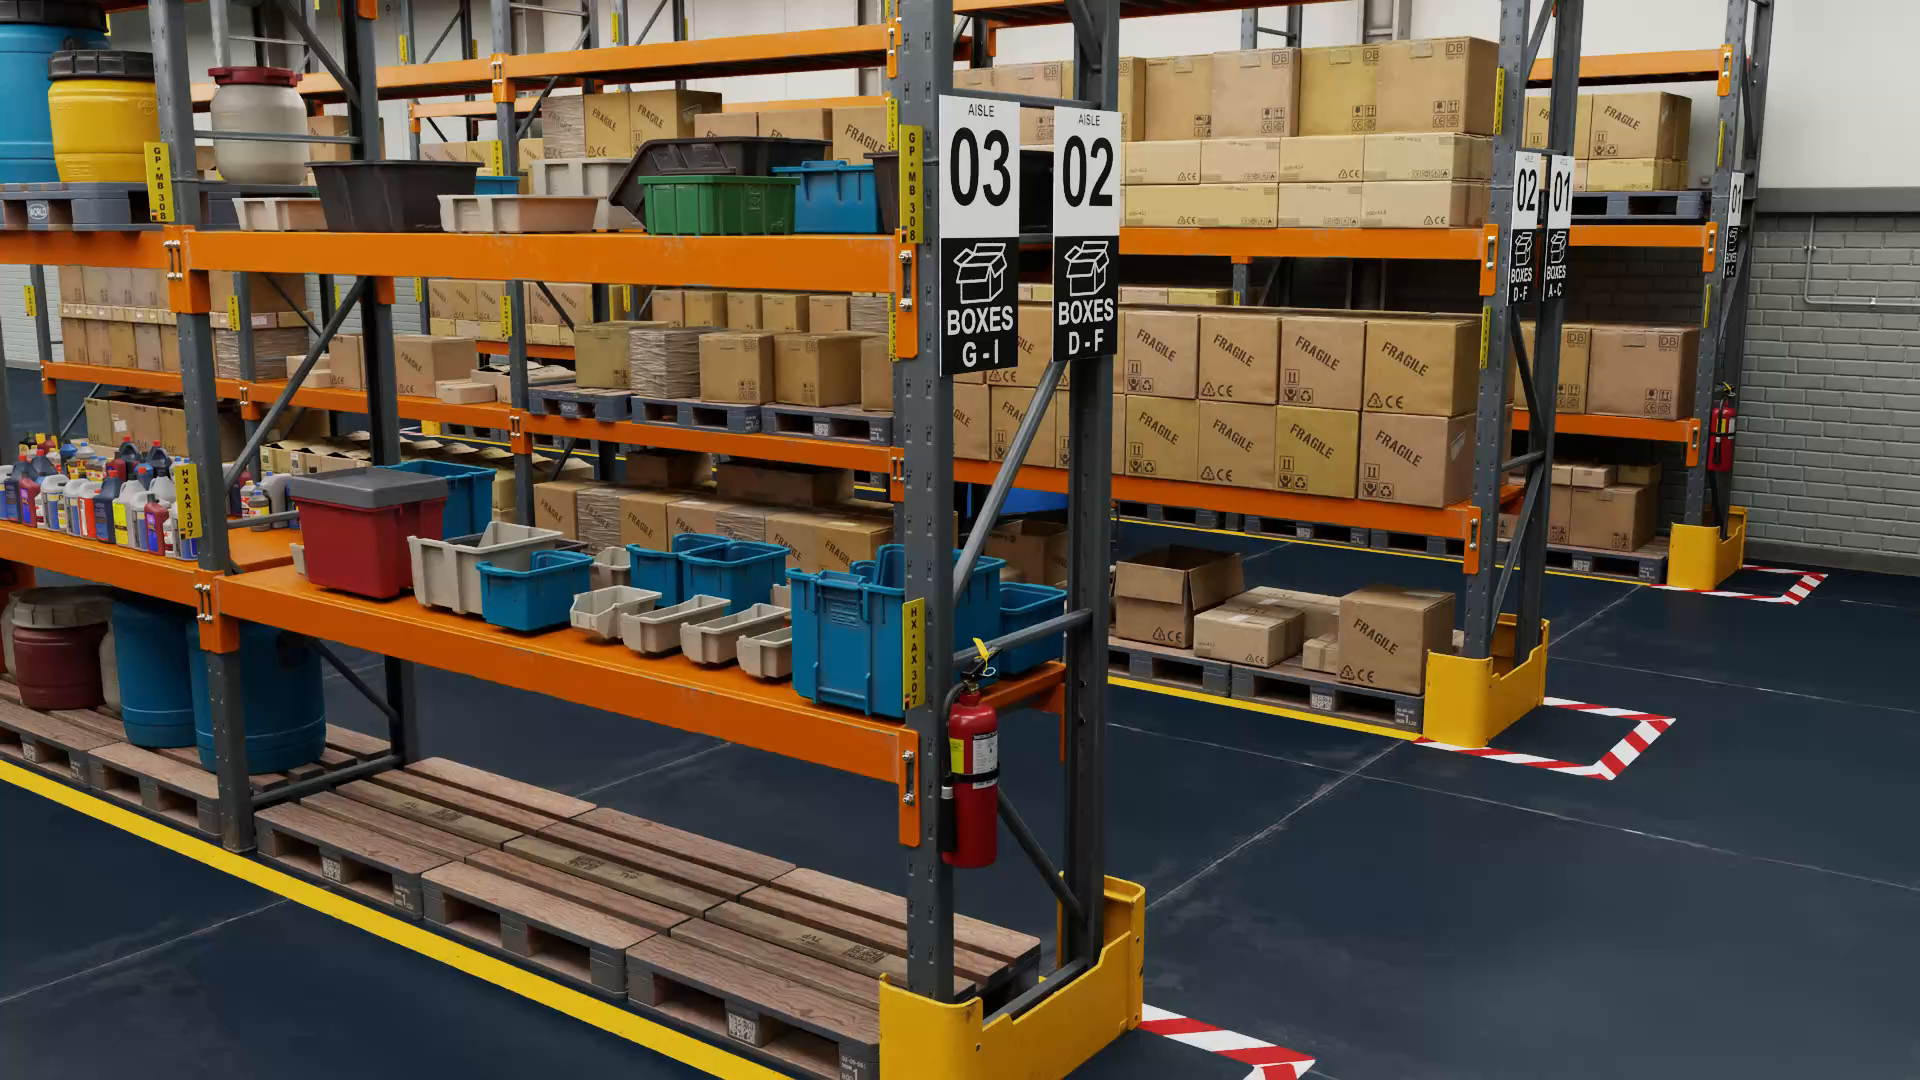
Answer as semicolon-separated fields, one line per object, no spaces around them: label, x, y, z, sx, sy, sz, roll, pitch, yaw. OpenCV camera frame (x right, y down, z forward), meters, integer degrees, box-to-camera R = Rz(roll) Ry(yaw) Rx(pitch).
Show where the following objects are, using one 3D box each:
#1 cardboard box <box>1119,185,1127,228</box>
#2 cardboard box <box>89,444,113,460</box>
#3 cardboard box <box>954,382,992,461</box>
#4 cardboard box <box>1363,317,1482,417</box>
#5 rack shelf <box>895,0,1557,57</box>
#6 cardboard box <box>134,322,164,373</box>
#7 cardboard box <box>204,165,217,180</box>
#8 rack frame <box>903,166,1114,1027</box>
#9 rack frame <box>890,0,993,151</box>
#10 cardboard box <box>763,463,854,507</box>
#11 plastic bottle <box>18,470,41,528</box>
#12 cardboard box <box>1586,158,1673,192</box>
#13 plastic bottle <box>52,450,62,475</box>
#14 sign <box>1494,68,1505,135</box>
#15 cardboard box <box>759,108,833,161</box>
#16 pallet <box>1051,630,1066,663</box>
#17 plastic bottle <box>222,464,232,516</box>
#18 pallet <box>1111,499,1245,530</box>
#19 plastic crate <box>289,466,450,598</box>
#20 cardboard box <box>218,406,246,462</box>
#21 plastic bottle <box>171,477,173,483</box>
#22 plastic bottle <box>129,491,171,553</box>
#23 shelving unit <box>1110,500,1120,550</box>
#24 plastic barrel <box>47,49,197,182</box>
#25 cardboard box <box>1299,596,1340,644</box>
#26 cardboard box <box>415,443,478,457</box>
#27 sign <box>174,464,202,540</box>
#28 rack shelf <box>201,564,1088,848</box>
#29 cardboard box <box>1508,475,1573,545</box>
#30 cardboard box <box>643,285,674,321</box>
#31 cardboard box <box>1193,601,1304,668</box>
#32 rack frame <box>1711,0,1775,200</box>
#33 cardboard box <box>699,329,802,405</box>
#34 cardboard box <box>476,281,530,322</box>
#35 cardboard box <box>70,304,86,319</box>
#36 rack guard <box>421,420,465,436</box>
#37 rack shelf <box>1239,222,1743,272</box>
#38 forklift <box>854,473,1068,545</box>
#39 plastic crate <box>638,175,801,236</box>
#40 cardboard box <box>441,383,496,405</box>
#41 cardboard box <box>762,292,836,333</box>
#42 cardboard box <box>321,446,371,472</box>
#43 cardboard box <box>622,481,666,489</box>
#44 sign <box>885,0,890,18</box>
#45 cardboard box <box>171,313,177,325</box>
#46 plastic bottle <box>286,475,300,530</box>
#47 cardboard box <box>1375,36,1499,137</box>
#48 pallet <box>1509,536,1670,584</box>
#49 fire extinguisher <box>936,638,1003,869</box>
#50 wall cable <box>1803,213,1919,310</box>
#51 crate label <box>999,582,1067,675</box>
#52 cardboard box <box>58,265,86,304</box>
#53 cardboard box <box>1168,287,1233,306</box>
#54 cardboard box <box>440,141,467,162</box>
cardboard box;0.935;-2.067;10.315;0.500;0.250;0.500;8;13;36
cardboard box;-9.080;-0.929;18.069;0.500;0.250;0.500;8;13;36
cardboard box;0.136;-0.824;11.128;0.500;0.500;0.500;8;14;37
cardboard box;2.589;-0.972;9.261;0.500;0.500;0.500;8;13;35
rack shelf;1.499;-3.240;9.986;4.000;0.370;1.077;8;13;36
cardboard box;-8.167;-2.044;17.435;0.500;0.500;0.700;8;14;37
cardboard box;-7.247;-3.635;16.784;0.500;0.311;0.500;7;13;32
rack frame;0.176;0.334;5.407;0.127;3.000;1.000;8;13;36
rack frame;-0.113;-3.819;11.079;0.127;3.000;1.000;8;13;36
cardboard box;-1.165;-0.435;12.829;0.500;0.250;0.500;8;14;36
plastic bottle;-4.767;-0.211;8.533;0.133;0.283;0.061;8;13;36
cardboard box;5.292;-2.879;13.142;0.500;0.250;0.500;8;14;37
plastic bottle;-5.347;-0.435;9.905;0.097;0.201;0.097;0;11;0
sign;2.766;-2.249;8.528;0.005;0.325;0.100;8;13;36
cardboard box;-1.028;-2.790;12.027;0.600;0.600;0.600;8;13;35
pallet;0.440;0.573;11.514;1.213;0.211;1.003;8;13;36
plastic bottle;-3.942;-0.269;8.852;0.135;0.276;0.152;8;13;36
pallet;2.149;-0.339;16.225;1.213;0.211;1.003;8;13;36
plastic crate;-2.477;-0.038;7.003;0.583;0.464;0.402;8;13;36
cardboard box;-7.461;-1.074;16.845;0.500;0.500;0.500;8;13;36
plastic bottle;-4.188;-0.238;8.884;0.097;0.201;0.097;0;11;0
plastic bottle;-3.852;-0.091;7.929;0.135;0.276;0.152;8;13;36
shelving unit;1.218;-0.542;14.672;0.258;1.200;0.503;-3;11;-13
plastic barrel;-3.904;-1.959;7.759;0.600;0.588;0.600;0;11;0
cardboard box;2.437;0.549;10.375;0.500;0.250;0.500;8;13;36
cardboard box;-4.839;-0.732;15.574;0.500;0.311;0.500;8;13;35
sign;-3.376;-0.168;7.271;0.005;0.325;0.100;8;13;36
rack shelf;-1.436;0.462;6.638;4.000;0.370;1.077;8;13;36
cardboard box;5.013;-0.281;14.063;0.500;0.500;0.700;8;13;35
cardboard box;-3.888;-2.921;20.600;0.500;0.500;0.500;8;13;34
cardboard box;1.779;0.575;10.241;0.500;0.250;0.500;8;13;36
rack frame;6.040;-4.128;12.677;0.127;3.000;1.000;8;13;36
cardboard box;-1.574;-1.318;12.578;0.500;0.500;0.700;4;12;21
cardboard box;-5.844;-3.070;21.371;0.500;0.500;0.500;7;13;34
cardboard box;-9.382;-2.484;18.002;0.250;0.149;0.380;8;13;34
rack guard;-6.795;-1.746;22.738;0.348;0.500;1.175;8;13;36
rack shelf;4.428;-2.527;14.193;4.000;0.370;1.077;8;13;36
forklift;-0.566;-1.389;14.494;3.031;2.935;1.130;-5;12;-24
plastic crate;-0.788;-1.102;5.490;0.336;0.188;0.450;8;13;36
cardboard box;-4.226;-1.259;14.302;0.250;0.149;0.380;8;13;36
cardboard box;-1.810;-2.535;18.816;0.500;0.500;0.700;8;13;36
cardboard box;-5.558;-0.705;15.434;0.500;0.311;0.500;7;13;34
cardboard box;-2.445;-0.243;13.812;0.500;0.500;0.500;9;14;38
sign;-0.722;-5.441;16.795;0.005;0.325;0.100;8;13;36
cardboard box;-7.727;-2.253;16.809;0.250;0.149;0.380;8;13;35
plastic bottle;-3.381;-0.195;8.481;0.097;0.271;0.097;0;11;0
cardboard box;2.687;-2.492;9.221;0.500;0.500;0.700;8;13;36
pallet;5.349;0.108;13.915;1.213;0.211;1.003;8;13;36
fire extinguisher;0.028;0.641;5.003;0.183;0.674;0.296;8;13;36
wall cable;7.632;-1.683;13.155;1.851;1.984;0.084;8;13;36
crate label;0.171;0.308;5.821;0.303;0.233;0.416;8;13;36
cardboard box;-9.374;-2.849;18.178;0.500;0.500;0.700;8;14;36
cardboard box;2.288;-2.219;15.530;0.500;0.250;0.500;8;14;37
cardboard box;-6.315;-4.860;21.406;0.500;0.500;0.500;8;13;35
